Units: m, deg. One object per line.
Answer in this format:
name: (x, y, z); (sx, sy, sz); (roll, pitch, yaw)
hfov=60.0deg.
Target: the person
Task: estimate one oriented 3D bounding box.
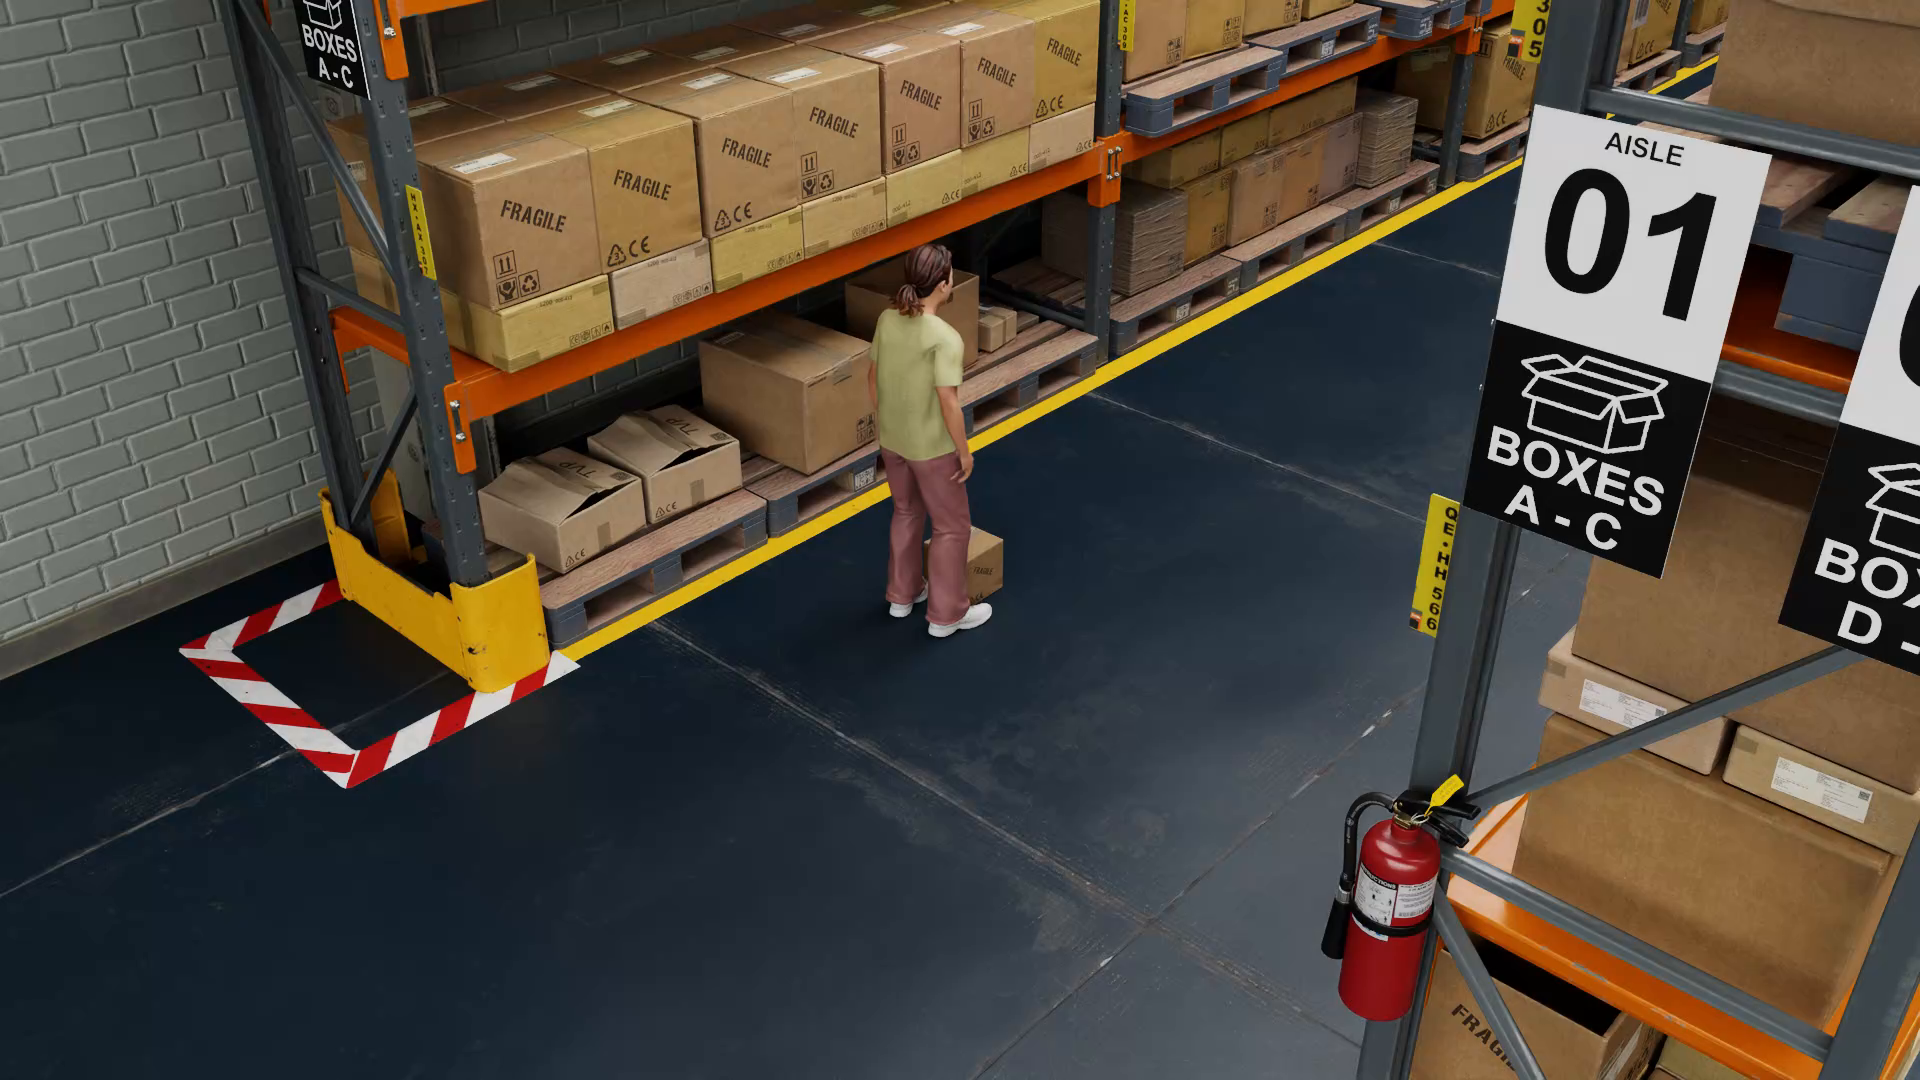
person: (-0.143, -0.397, 6.785); (0.499, 1.673, 0.359); (26, 40, 35)
